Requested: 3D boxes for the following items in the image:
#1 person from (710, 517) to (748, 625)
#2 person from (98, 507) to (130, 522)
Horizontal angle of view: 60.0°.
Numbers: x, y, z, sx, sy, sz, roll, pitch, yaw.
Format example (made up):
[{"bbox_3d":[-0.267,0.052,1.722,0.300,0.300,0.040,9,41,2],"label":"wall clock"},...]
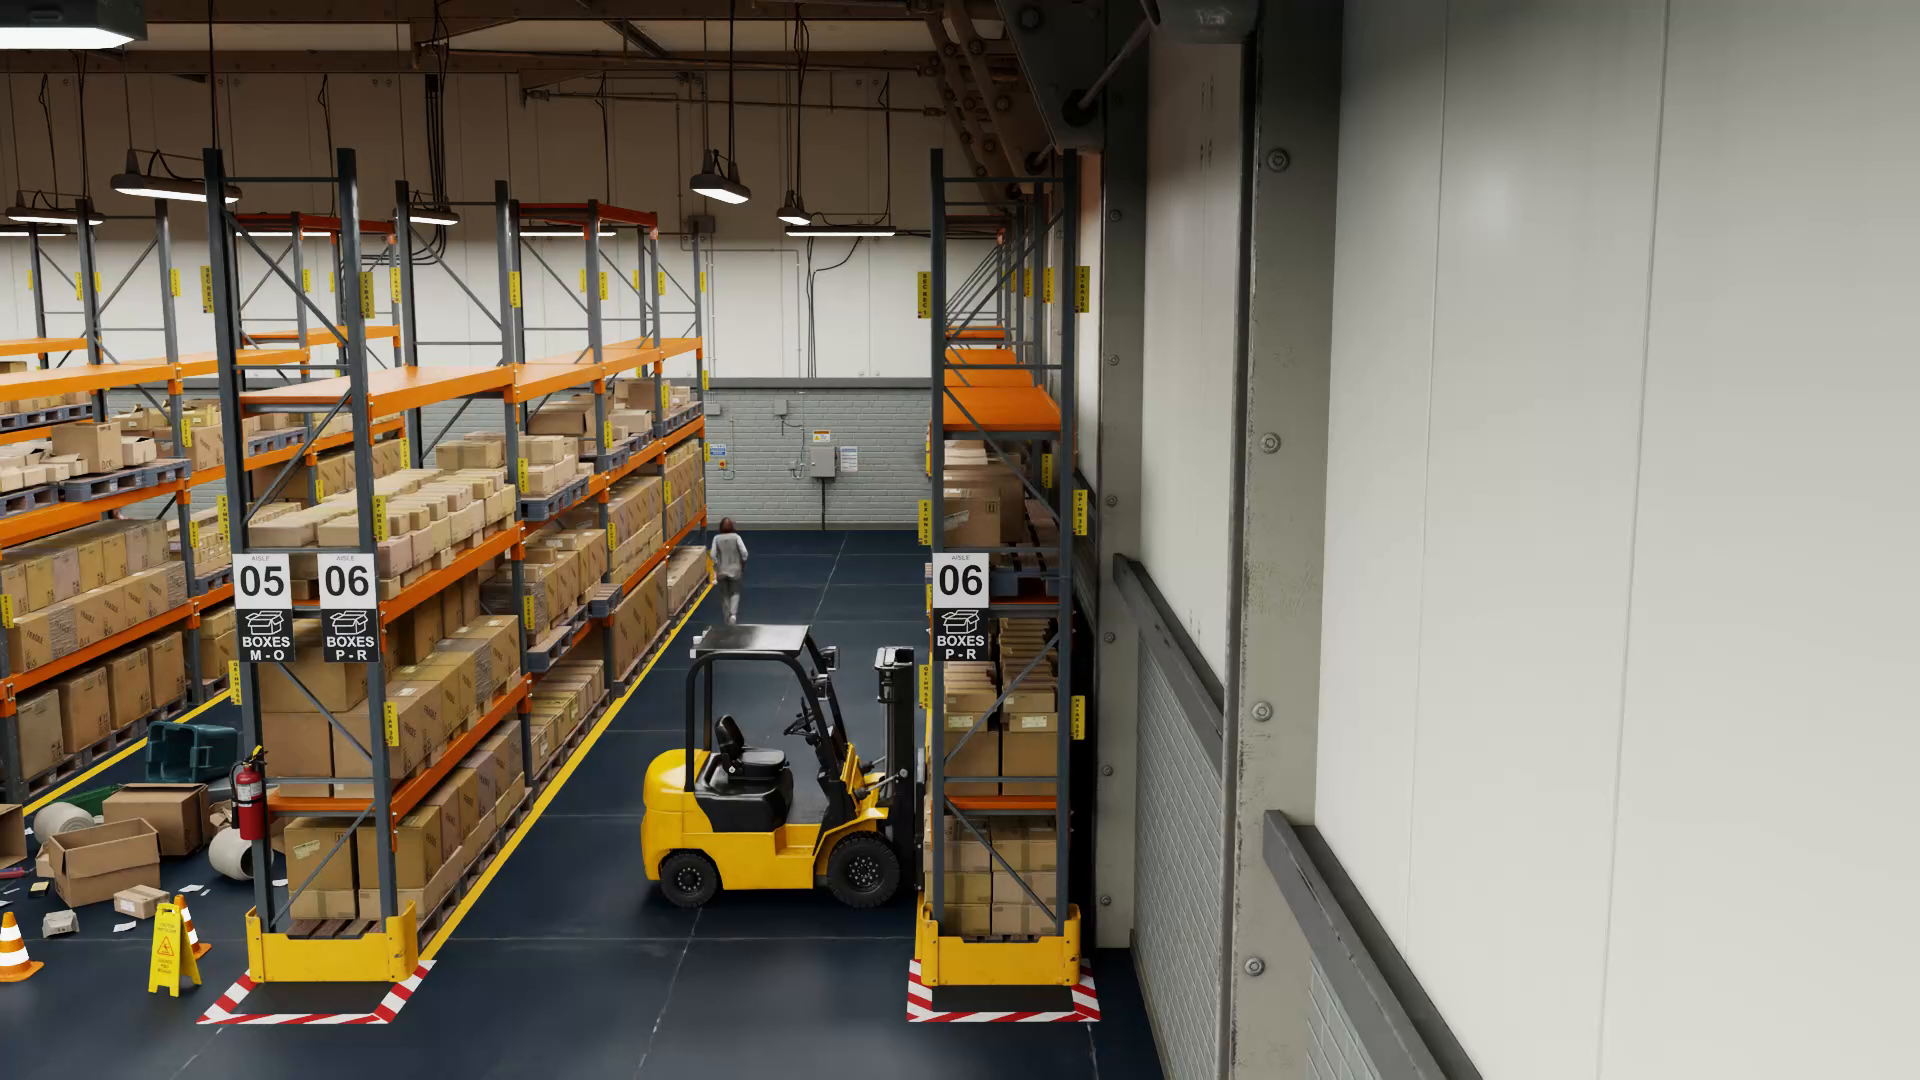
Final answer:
[{"bbox_3d":[-3.155,0.466,22.817,0.530,1.581,0.453,0,9,-3],"label":"person"},{"bbox_3d":[-12.834,0.254,25.267,0.647,1.780,0.791,-1,9,-8],"label":"person"}]
